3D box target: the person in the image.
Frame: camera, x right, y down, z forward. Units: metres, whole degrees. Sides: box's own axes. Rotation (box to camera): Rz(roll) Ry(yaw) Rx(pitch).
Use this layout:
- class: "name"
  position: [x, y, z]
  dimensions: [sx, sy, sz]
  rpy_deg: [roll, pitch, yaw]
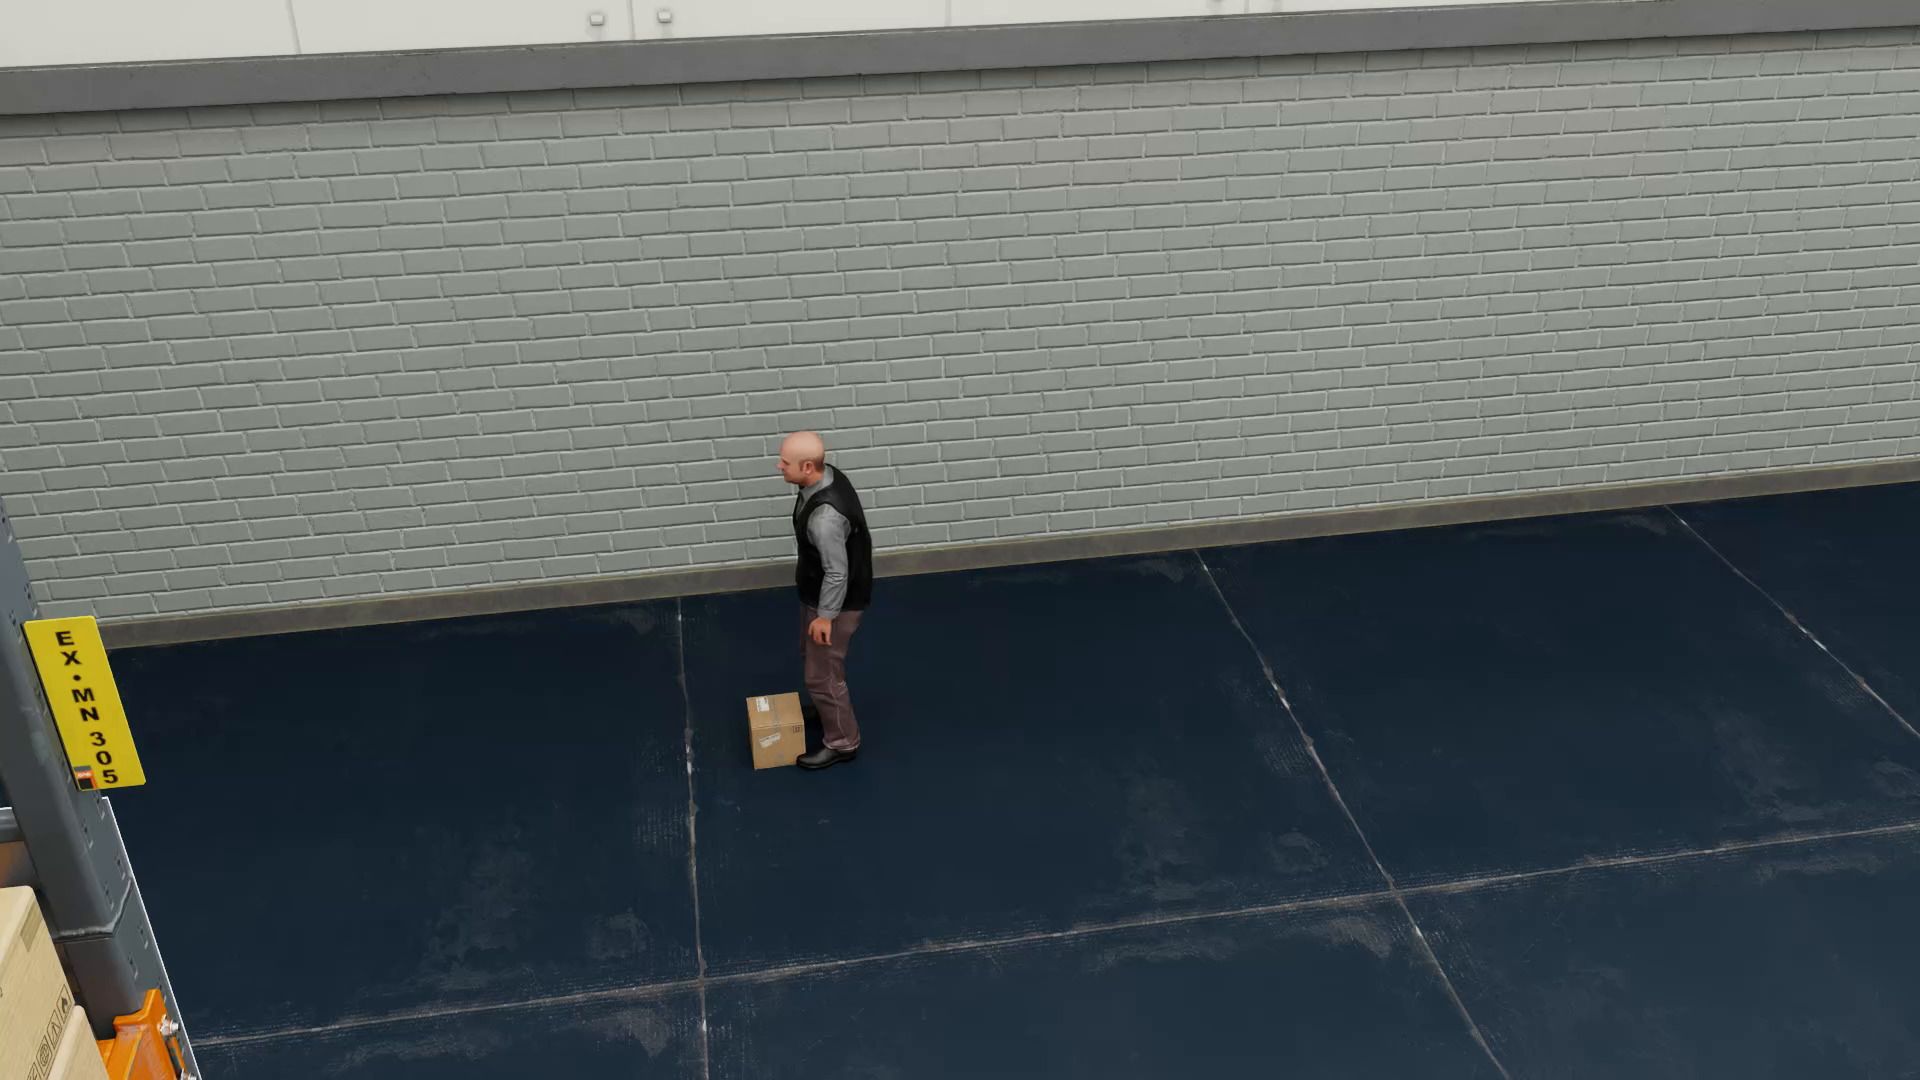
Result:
- class: "person"
  position: [-0.613, 0.301, 7.753]
  dimensions: [0.421, 1.617, 0.580]
  rpy_deg: [-5, 31, -8]
